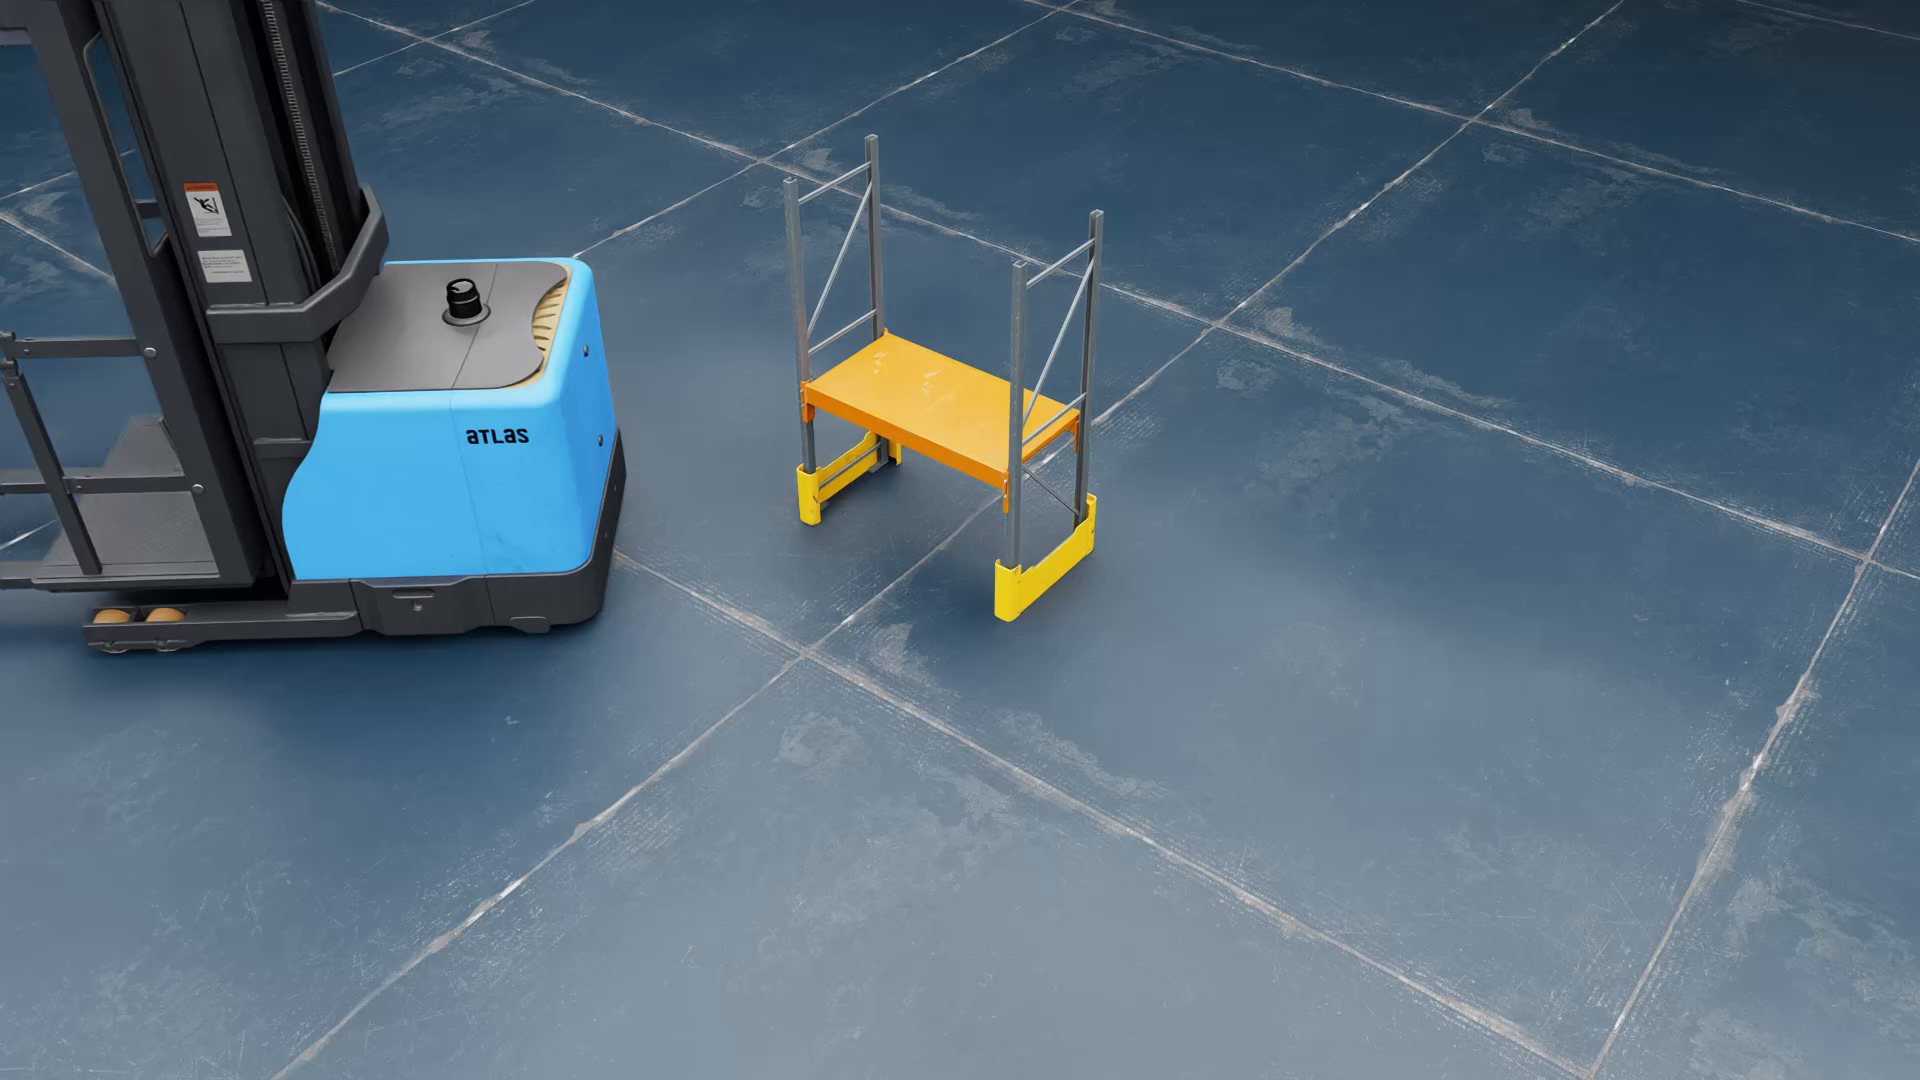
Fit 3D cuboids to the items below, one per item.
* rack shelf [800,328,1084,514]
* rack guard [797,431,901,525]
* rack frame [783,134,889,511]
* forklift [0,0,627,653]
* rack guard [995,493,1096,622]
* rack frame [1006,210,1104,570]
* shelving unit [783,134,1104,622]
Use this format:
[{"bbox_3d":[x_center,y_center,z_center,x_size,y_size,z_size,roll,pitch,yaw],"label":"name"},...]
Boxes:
[{"bbox_3d":[-0.068,-0.481,6.439,1.000,0.185,0.538,25,45,29],"label":"rack shelf"},{"bbox_3d":[-0.456,-0.313,6.948,0.087,0.250,0.587,25,45,29],"label":"rack guard"},{"bbox_3d":[-0.472,-0.813,6.572,0.032,1.500,0.500,25,45,29],"label":"rack frame"},{"bbox_3d":[-2.894,-1.066,5.734,3.031,2.935,1.130,-2,38,-2],"label":"forklift"},{"bbox_3d":[0.335,0.060,6.471,0.087,0.250,0.587,25,45,29],"label":"rack guard"},{"bbox_3d":[0.336,-0.432,6.085,0.032,1.500,0.500,25,45,29],"label":"rack frame"},{"bbox_3d":[-0.061,-0.619,6.324,1.083,1.500,0.587,25,45,29],"label":"shelving unit"}]
